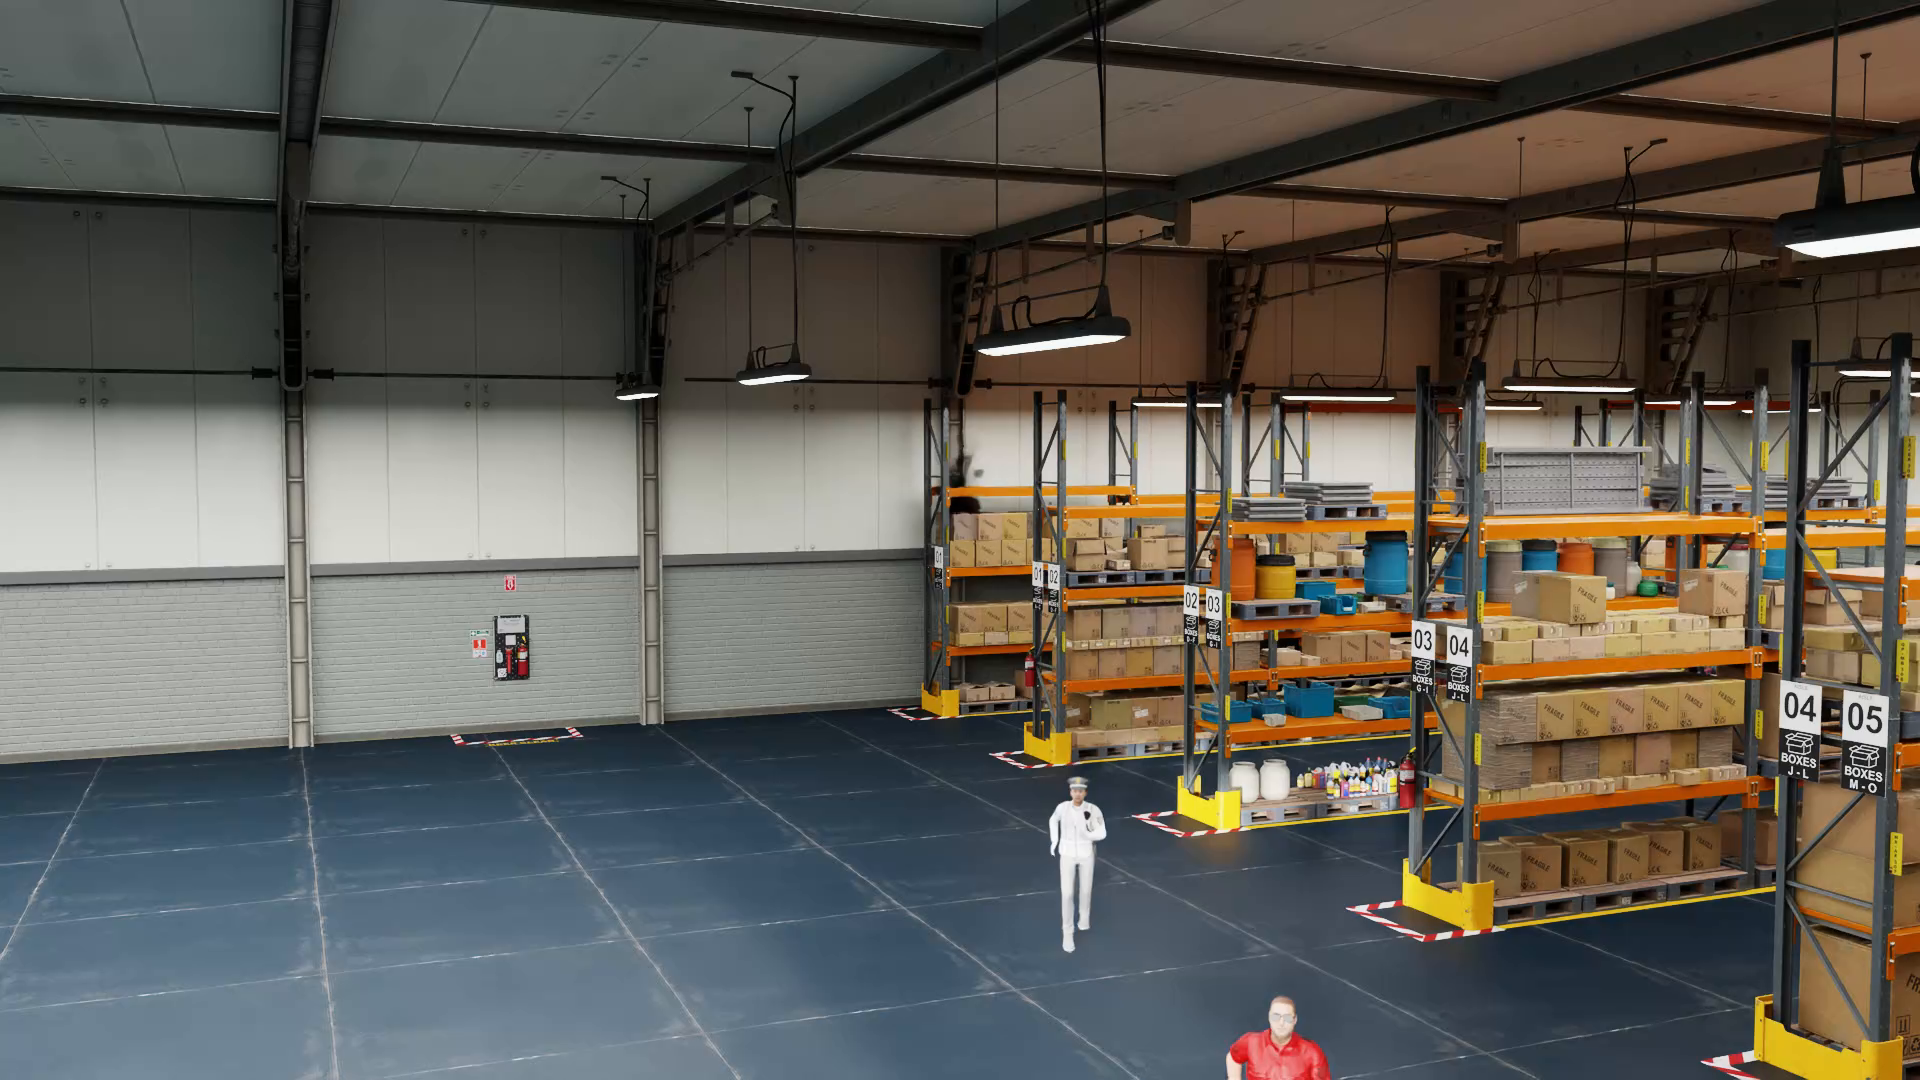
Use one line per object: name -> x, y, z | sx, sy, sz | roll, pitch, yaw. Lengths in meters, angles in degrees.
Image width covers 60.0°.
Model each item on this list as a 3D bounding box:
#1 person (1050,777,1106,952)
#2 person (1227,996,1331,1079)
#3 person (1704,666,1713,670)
person -> 1.216, 3.289, 17.192 | 0.593, 1.725, 0.857 | 0, 3, 6
person -> 1.965, 3.709, 10.262 | 0.631, 1.798, 0.768 | 0, 3, 8
person -> 13.634, 2.588, 29.897 | 0.660, 1.701, 0.563 | -2, 4, -33
